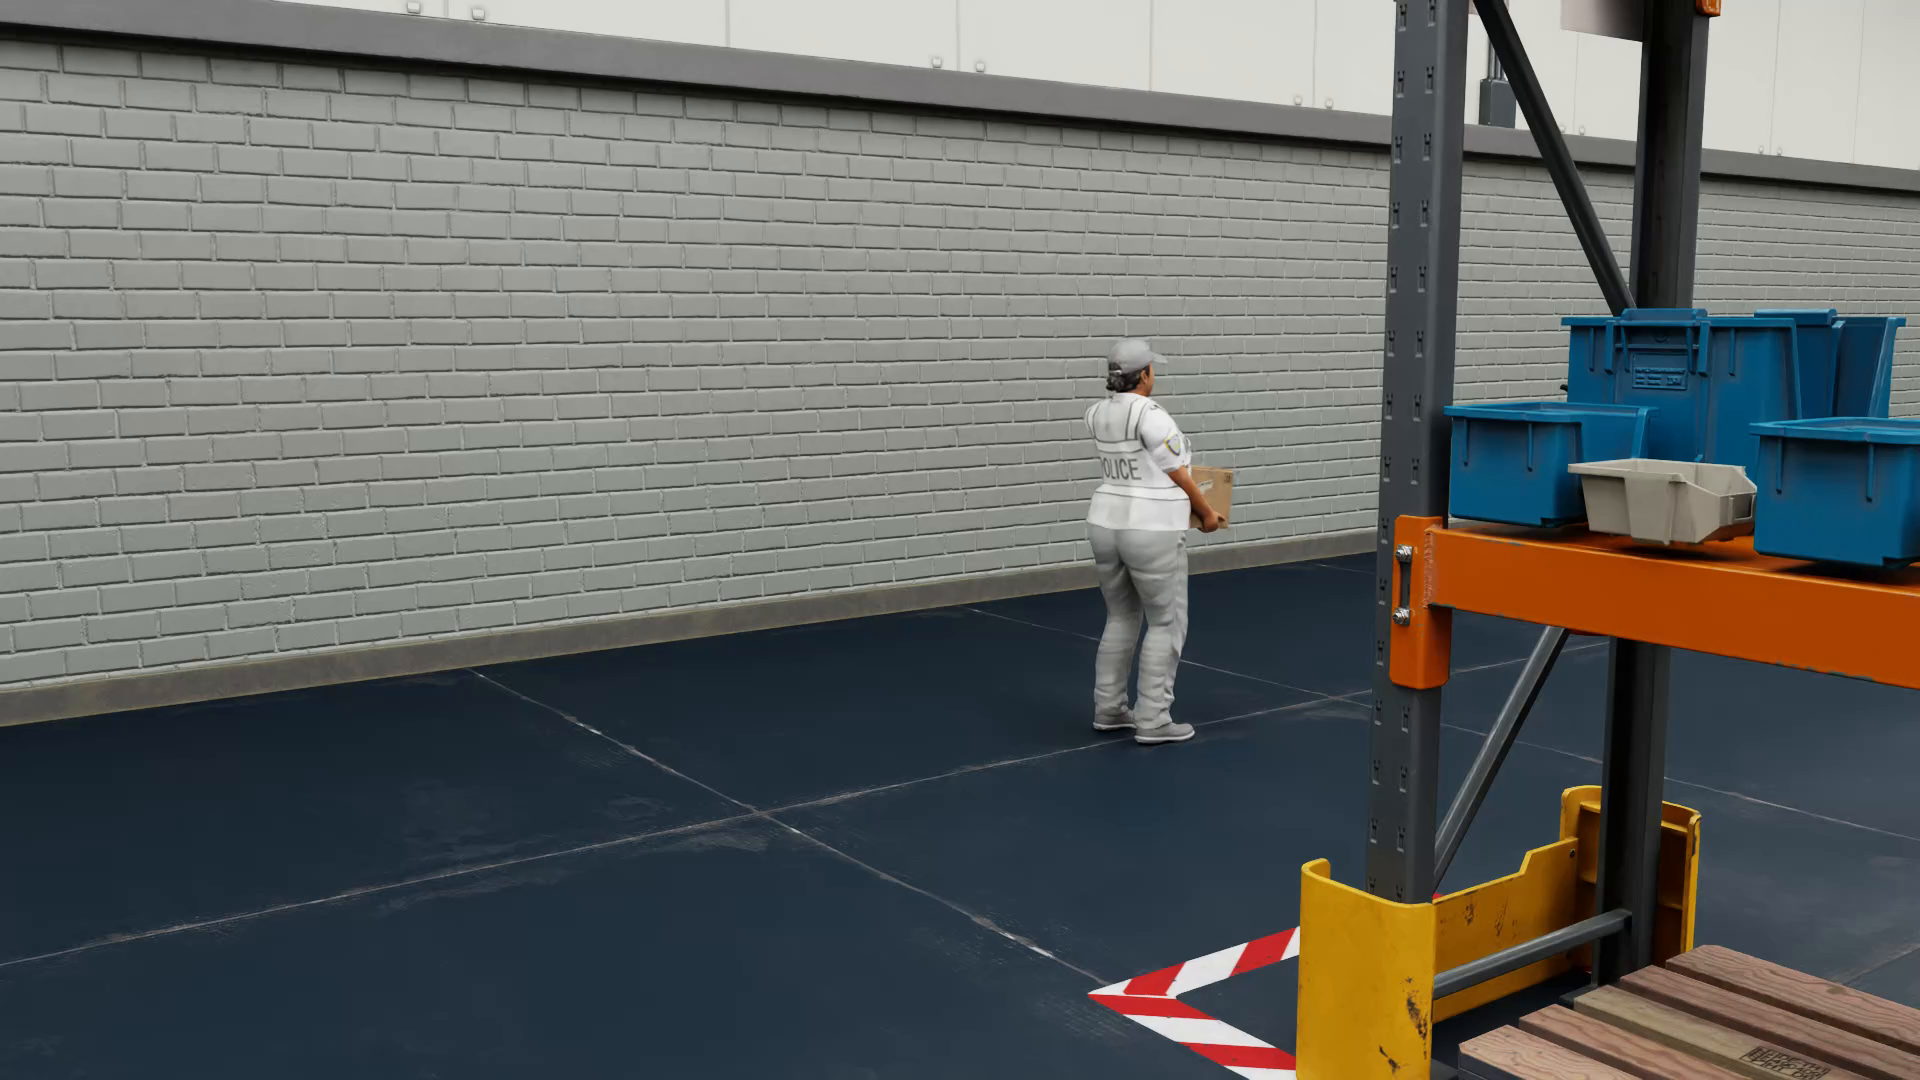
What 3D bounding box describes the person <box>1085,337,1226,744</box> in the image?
[{"bbox_3d":[0.804,-0.009,6.908,0.541,1.655,0.454,-6,10,-35],"label":"person"}]
